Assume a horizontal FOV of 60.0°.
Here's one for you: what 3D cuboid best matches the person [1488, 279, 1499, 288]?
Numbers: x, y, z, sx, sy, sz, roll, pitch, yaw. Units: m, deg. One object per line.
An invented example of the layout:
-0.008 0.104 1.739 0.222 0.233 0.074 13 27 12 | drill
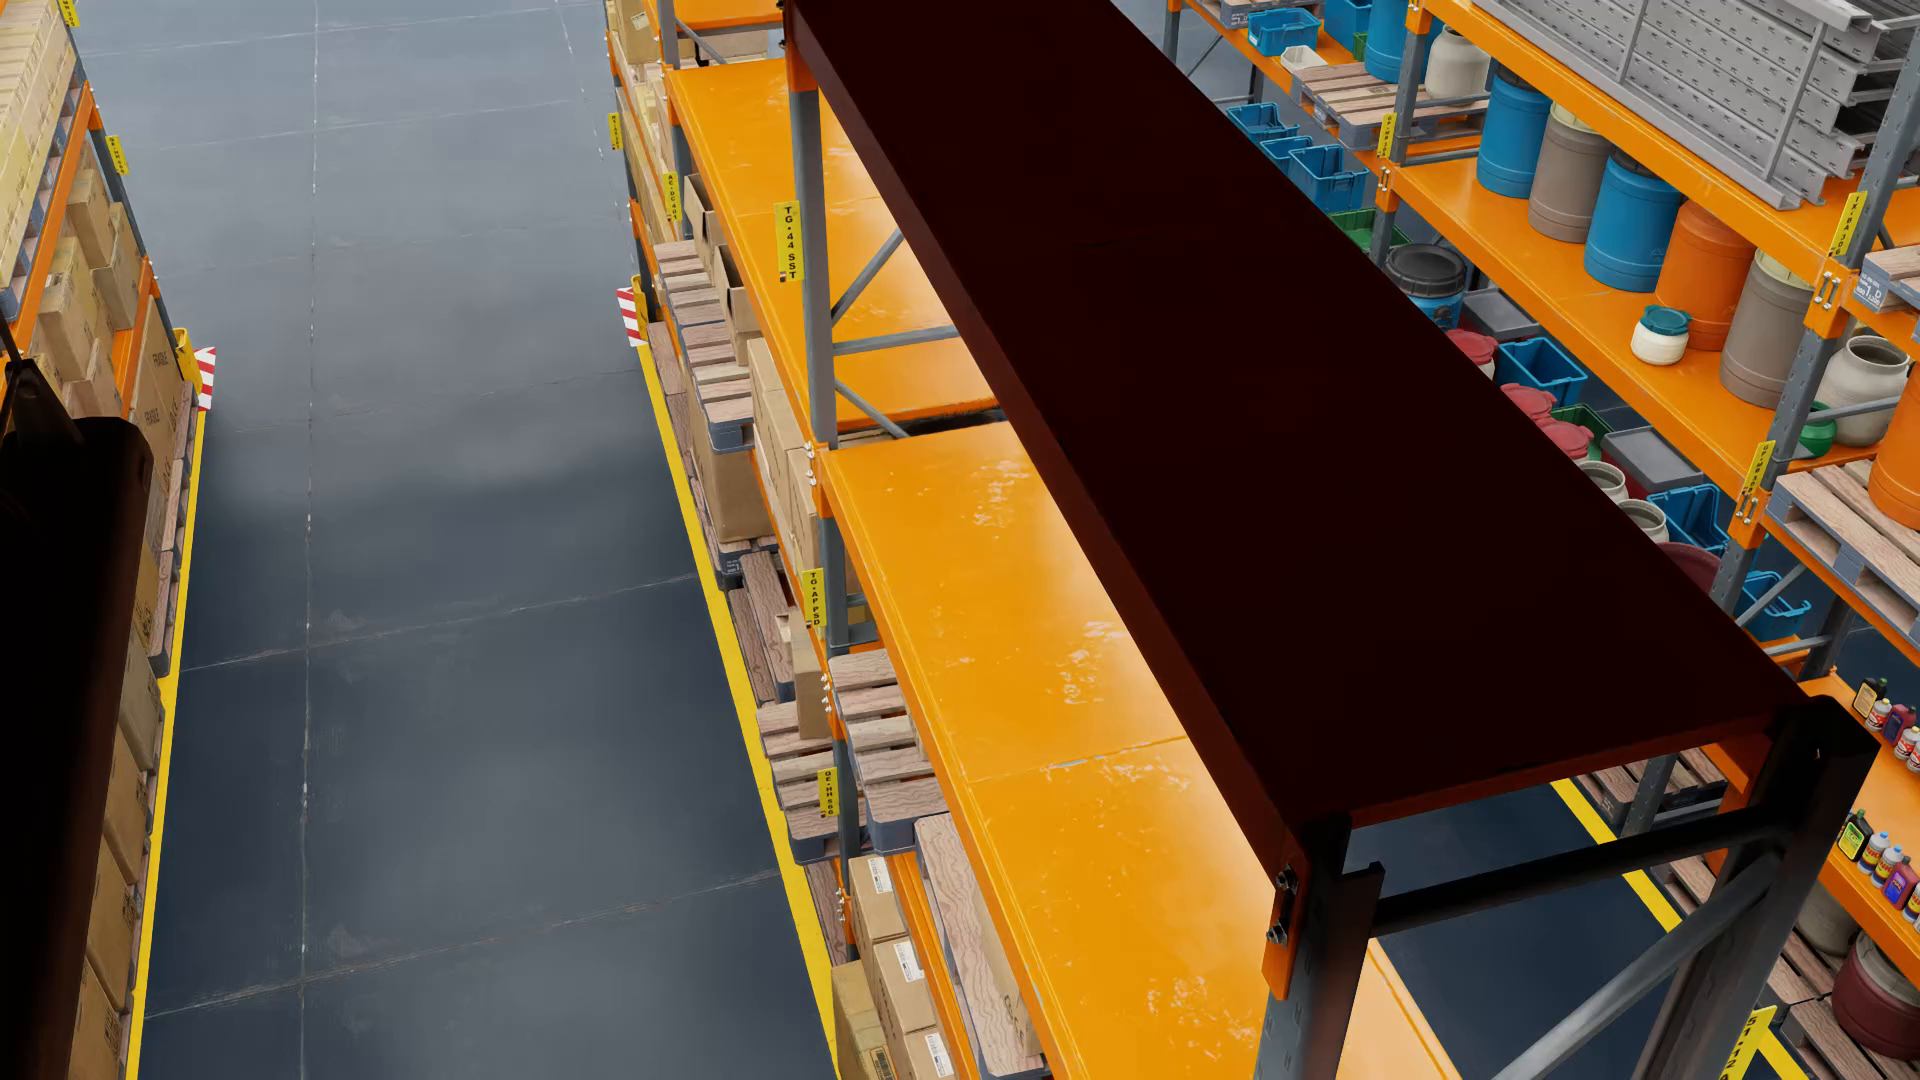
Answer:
4.809 -2.687 14.882 0.464 1.698 0.543 -1 38 -2 | person
